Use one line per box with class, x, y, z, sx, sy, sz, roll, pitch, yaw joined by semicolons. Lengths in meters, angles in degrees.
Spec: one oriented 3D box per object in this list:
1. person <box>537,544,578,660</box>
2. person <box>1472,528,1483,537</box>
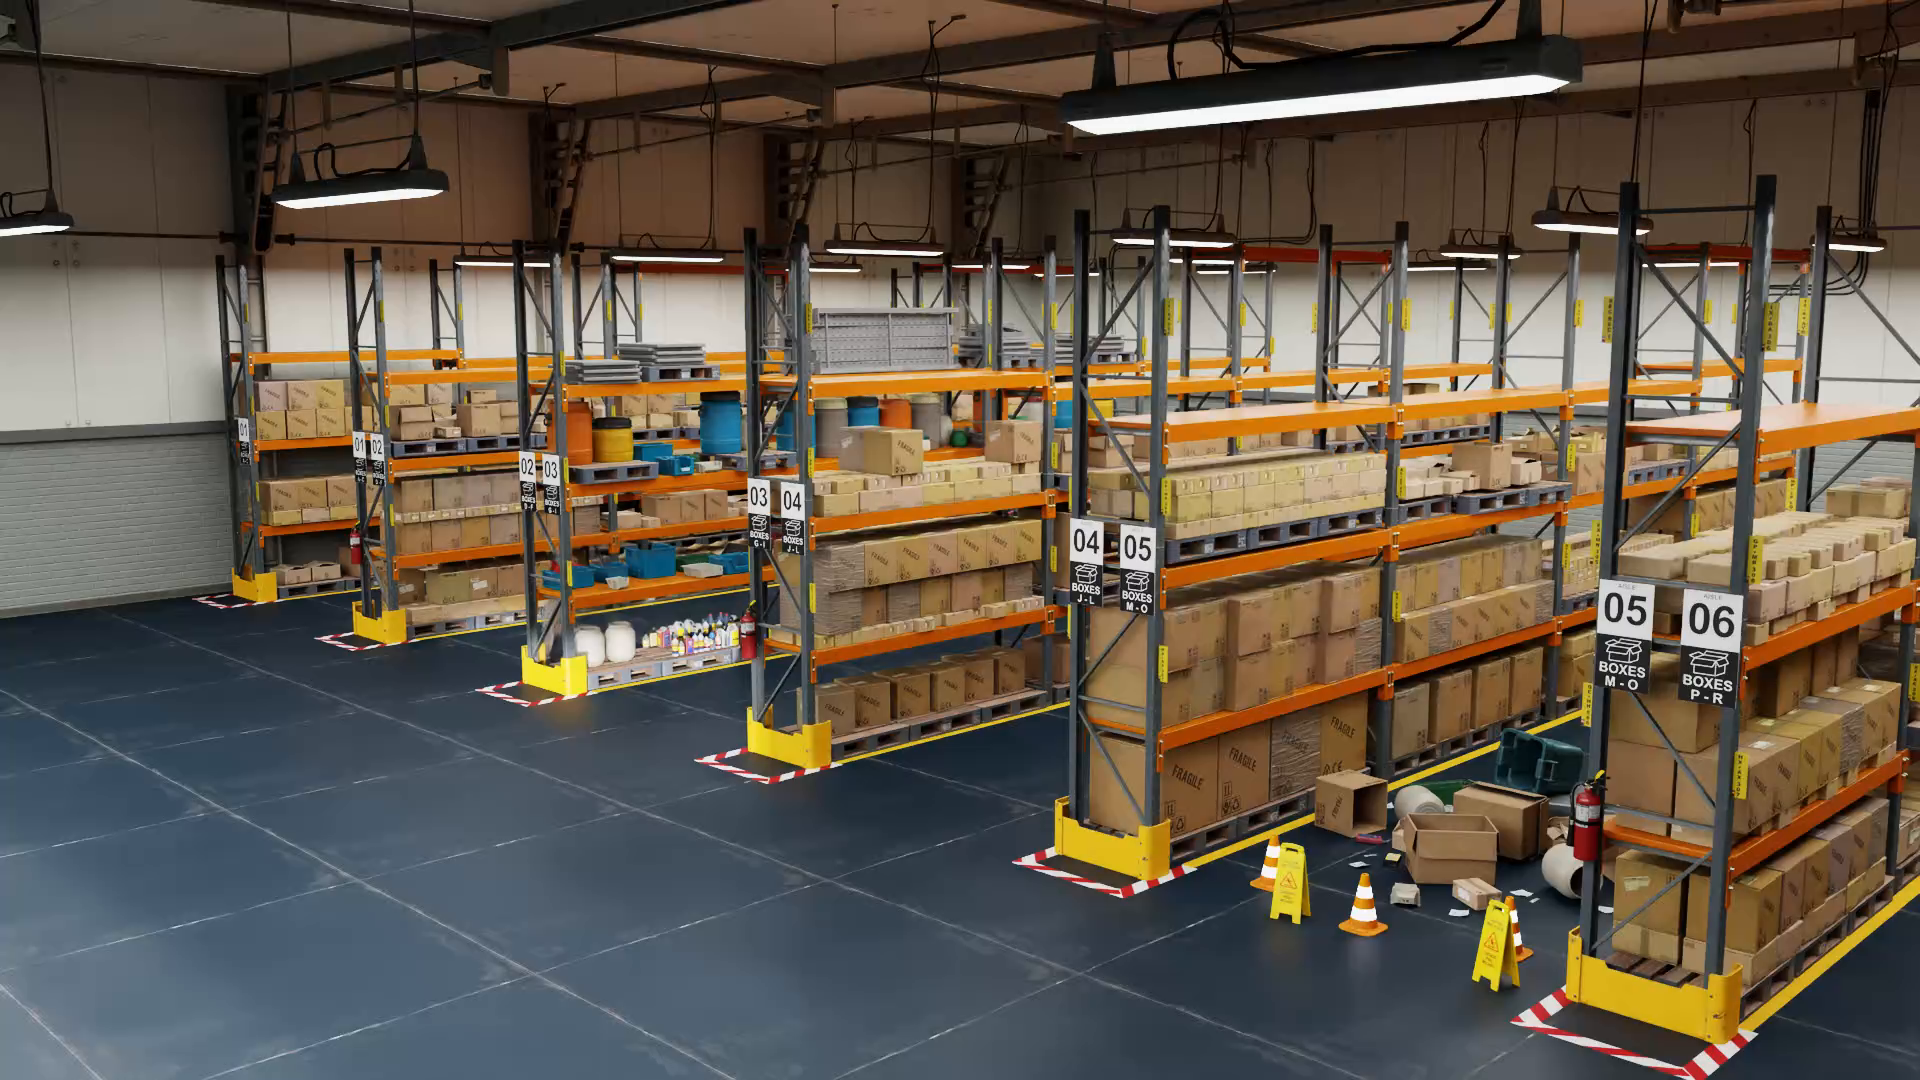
person;-5.917;0.903;24.297;0.891;1.671;0.677;-7;11;-40
person;8.223;0.614;26.566;0.572;1.606;0.557;7;10;39
